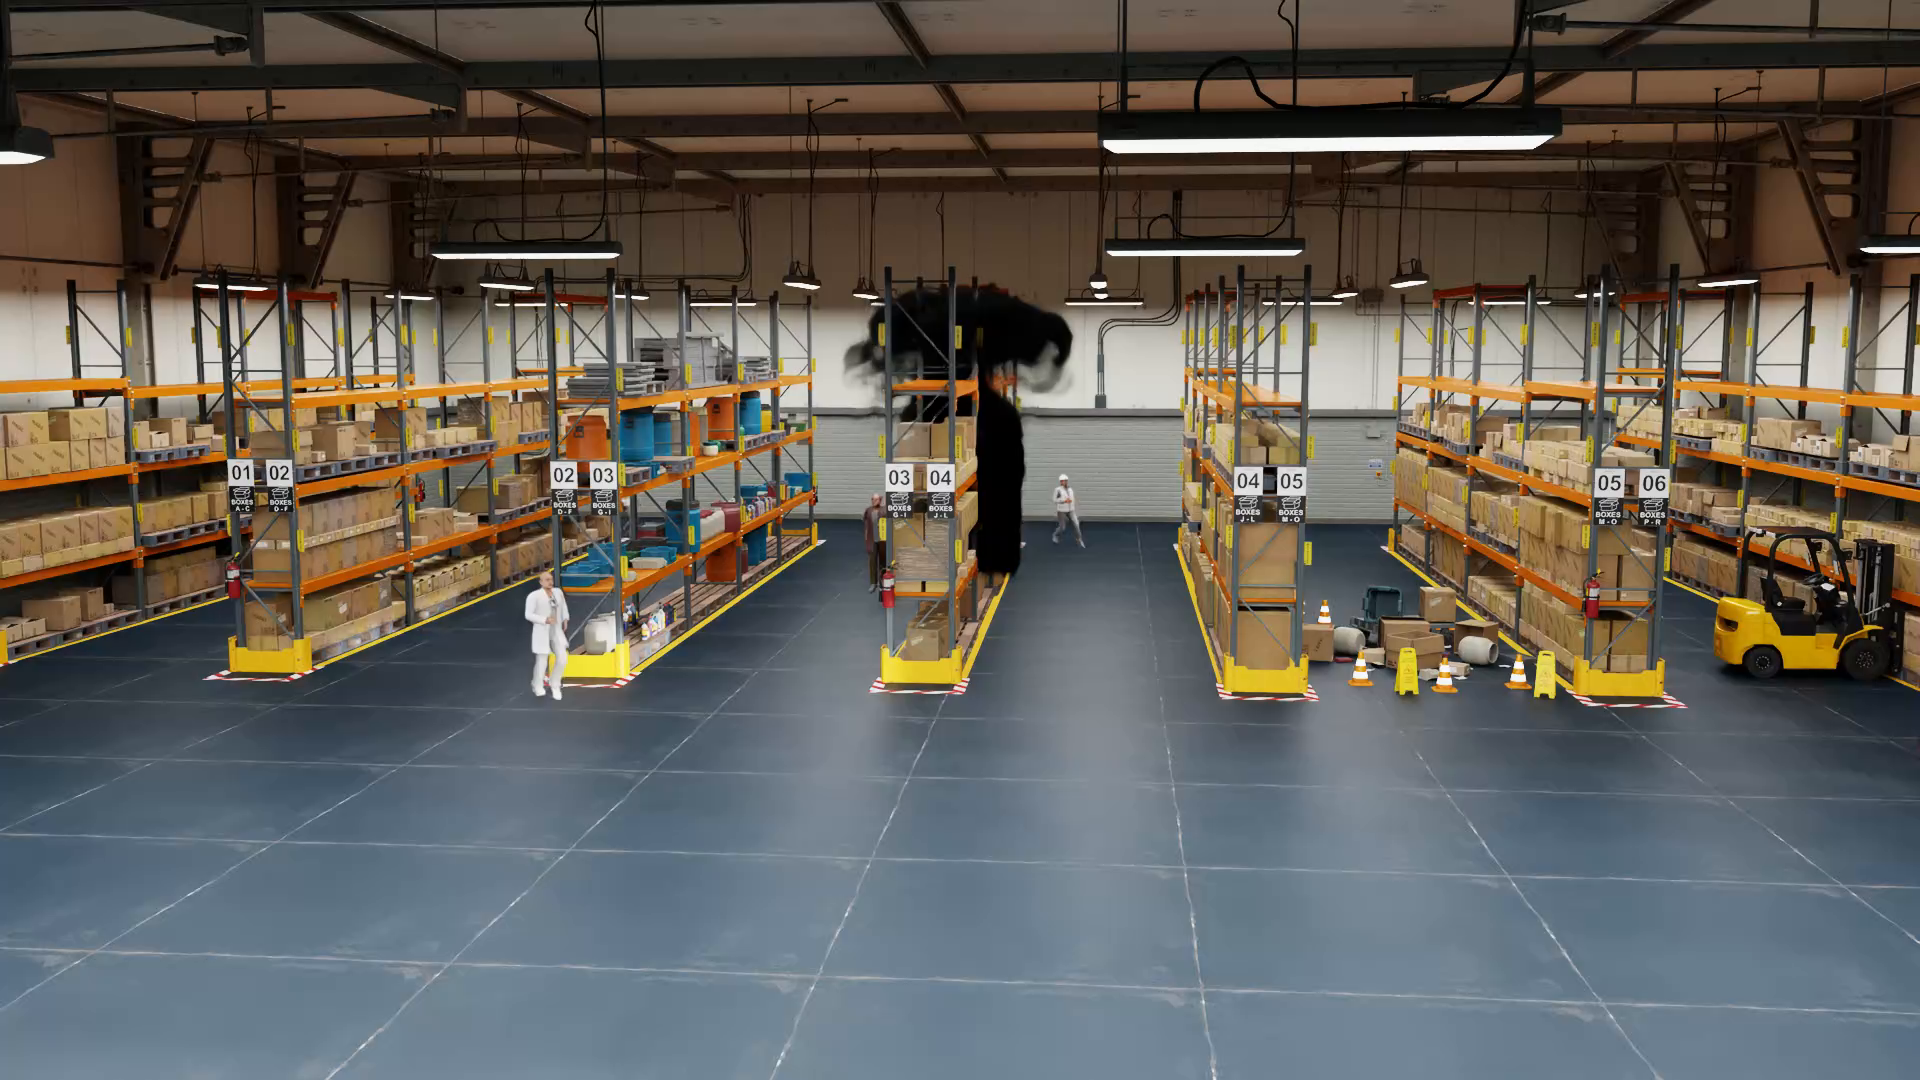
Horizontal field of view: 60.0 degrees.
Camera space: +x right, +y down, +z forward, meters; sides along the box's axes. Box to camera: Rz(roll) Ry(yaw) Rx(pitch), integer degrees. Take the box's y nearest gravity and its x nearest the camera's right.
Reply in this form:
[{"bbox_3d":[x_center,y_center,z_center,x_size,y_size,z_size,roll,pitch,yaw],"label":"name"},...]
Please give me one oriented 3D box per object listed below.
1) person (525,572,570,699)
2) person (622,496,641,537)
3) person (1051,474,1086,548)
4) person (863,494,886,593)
[{"bbox_3d":[-5.698,1.353,23.090,0.724,1.813,0.779,-6,9,-40],"label":"person"},{"bbox_3d":[-8.262,-0.856,41.671,0.504,1.656,0.633,3,8,25],"label":"person"},{"bbox_3d":[2.524,-0.701,39.907,0.675,1.760,0.941,-4,8,-29],"label":"person"},{"bbox_3d":[-1.522,0.043,31.184,0.683,1.825,0.931,1,7,9],"label":"person"}]
